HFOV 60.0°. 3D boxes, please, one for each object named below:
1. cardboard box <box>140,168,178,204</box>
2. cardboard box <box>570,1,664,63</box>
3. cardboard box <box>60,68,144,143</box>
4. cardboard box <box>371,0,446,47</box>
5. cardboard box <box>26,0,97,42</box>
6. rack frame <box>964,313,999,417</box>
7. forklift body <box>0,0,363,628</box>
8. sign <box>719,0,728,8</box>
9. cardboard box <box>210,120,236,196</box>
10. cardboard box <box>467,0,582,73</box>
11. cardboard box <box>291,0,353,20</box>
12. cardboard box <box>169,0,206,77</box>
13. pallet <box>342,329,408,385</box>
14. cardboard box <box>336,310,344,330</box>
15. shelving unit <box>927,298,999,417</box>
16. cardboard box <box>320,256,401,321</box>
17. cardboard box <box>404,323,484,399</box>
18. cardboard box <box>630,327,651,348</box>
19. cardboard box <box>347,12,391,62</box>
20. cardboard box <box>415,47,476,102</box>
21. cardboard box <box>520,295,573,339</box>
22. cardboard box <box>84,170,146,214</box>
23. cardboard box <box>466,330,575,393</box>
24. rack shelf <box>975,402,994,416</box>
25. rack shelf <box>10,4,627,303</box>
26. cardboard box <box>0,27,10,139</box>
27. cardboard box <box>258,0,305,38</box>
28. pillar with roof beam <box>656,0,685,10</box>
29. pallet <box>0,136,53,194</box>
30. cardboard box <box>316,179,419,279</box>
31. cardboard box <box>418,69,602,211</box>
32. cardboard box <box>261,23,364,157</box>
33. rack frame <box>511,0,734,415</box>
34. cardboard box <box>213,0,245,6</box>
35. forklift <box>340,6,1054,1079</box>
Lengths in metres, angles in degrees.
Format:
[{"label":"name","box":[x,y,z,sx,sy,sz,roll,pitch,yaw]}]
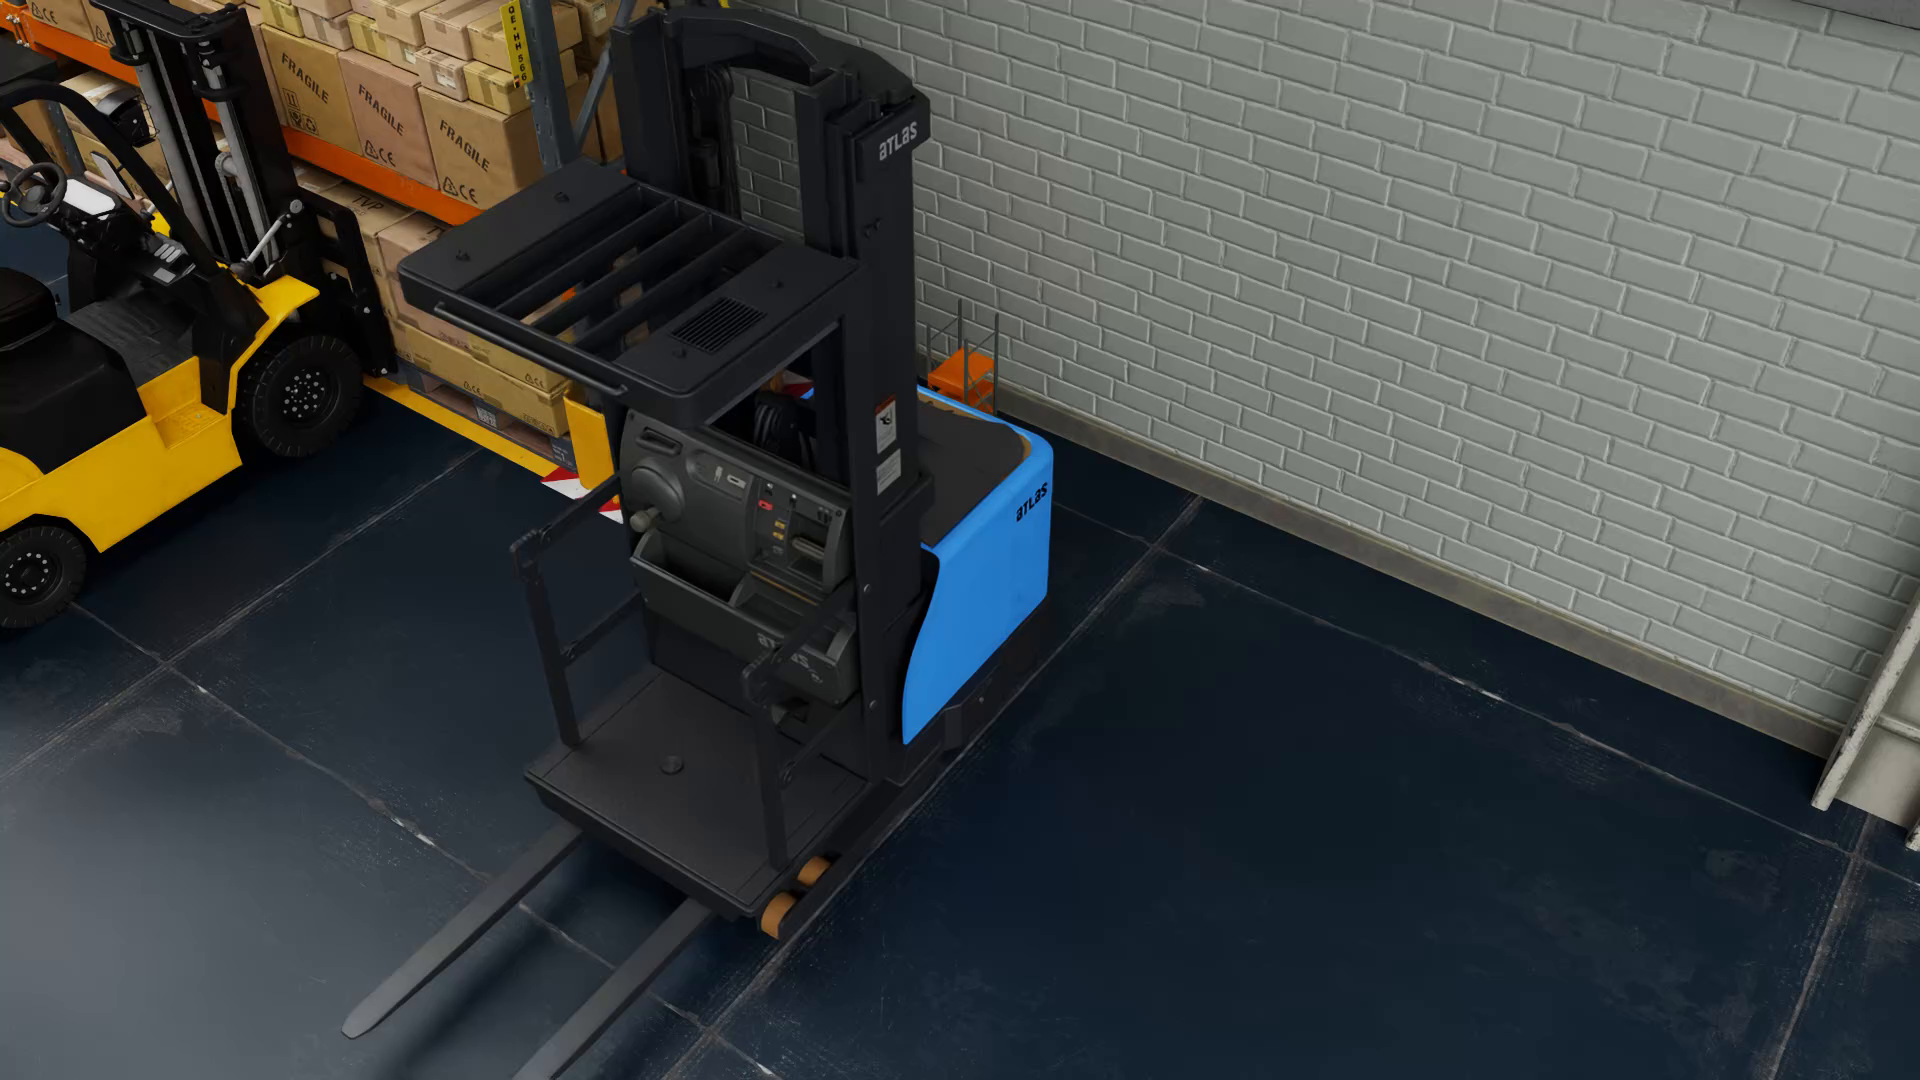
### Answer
[{"label":"cardboard box","box":[-3.997,-1.956,8.807,0.500,0.250,0.500,25,47,25]},{"label":"cardboard box","box":[-1.483,-2.202,7.148,0.250,0.149,0.380,24,47,24]},{"label":"cardboard box","box":[-4.413,-2.331,8.851,0.500,0.250,0.500,24,47,25]},{"label":"cardboard box","box":[-2.218,-2.226,6.952,0.250,0.149,0.380,26,48,26]},{"label":"cardboard box","box":[-4.416,-2.908,8.424,0.500,0.500,0.500,24,47,24]},{"label":"rack frame","box":[0.087,-0.407,7.053,0.006,1.200,0.240,25,48,25]},{"label":"forklift body","box":[-3.954,-1.065,7.076,1.214,2.155,2.313,25,48,25]},{"label":"sign","box":[-1.031,-2.304,7.116,0.005,0.325,0.100,25,48,25]},{"label":"cardboard box","box":[-3.587,-1.945,8.420,0.500,0.250,0.500,27,48,27]},{"label":"cardboard box","box":[-1.769,-2.063,6.770,0.250,0.149,0.380,25,48,25]},{"label":"cardboard box","box":[-2.656,-2.401,7.148,0.250,0.149,0.380,26,48,26]},{"label":"cardboard box","box":[-3.565,-2.524,7.995,0.500,0.500,0.500,25,47,25]},{"label":"pallet","box":[-2.999,-1.350,8.849,1.213,0.211,1.003,25,48,25]},{"label":"cardboard box","box":[-3.165,-1.369,8.526,0.500,0.250,0.500,27,48,27]},{"label":"shelving unit","box":[0.012,-0.442,7.092,0.189,1.200,0.258,25,48,25]},{"label":"cardboard box","box":[-2.772,-1.369,8.152,0.500,0.250,0.500,24,47,24]},{"label":"cardboard box","box":[-2.322,-0.986,8.098,0.500,0.250,0.500,25,48,25]},{"label":"cardboard box","box":[-1.644,-1.078,8.201,0.500,0.250,0.500,25,48,25]},{"label":"cardboard box","box":[-2.399,-2.226,7.175,0.250,0.149,0.380,25,47,25]},{"label":"cardboard box","box":[-2.025,-1.992,6.914,0.250,0.149,0.380,26,48,26]},{"label":"cardboard box","box":[-1.910,-1.162,7.545,0.500,0.250,0.500,27,48,27]},{"label":"cardboard box","box":[-4.423,-1.949,9.174,0.500,0.250,0.500,26,48,26]},{"label":"cardboard box","box":[-1.932,-0.985,7.722,0.500,0.250,0.500,24,47,25]},{"label":"rack shelf","box":[0.012,-0.498,7.042,0.180,0.103,0.258,25,48,25]},{"label":"rack shelf","box":[-2.992,-2.149,8.190,4.000,0.370,1.077,25,48,25]},{"label":"cardboard box","box":[-5.694,-2.950,10.011,0.625,0.625,0.875,25,47,25]},{"label":"cardboard box","box":[-2.863,-2.388,7.356,0.250,0.149,0.380,25,48,26]},{"label":"pillar with roof beam","box":[-3.879,-2.296,3.315,0.400,9.000,9.100,25,48,25]},{"label":"pallet","box":[-5.255,-2.405,10.027,1.213,0.211,1.003,25,48,25]},{"label":"cardboard box","box":[-2.751,-1.542,7.969,0.500,0.250,0.500,26,48,26]},{"label":"cardboard box","box":[-1.908,-1.734,7.112,0.500,0.500,0.500,24,47,24]},{"label":"cardboard box","box":[-2.747,-2.134,7.558,0.500,0.500,0.500,24,47,25]},{"label":"rack frame","box":[-1.354,-1.652,7.095,0.127,3.000,1.000,25,48,25]},{"label":"cardboard box","box":[-3.265,-2.594,7.586,0.250,0.149,0.380,24,47,25]},{"label":"forklift","box":[-0.877,-0.041,5.347,1.130,2.935,3.031,25,47,25]}]
